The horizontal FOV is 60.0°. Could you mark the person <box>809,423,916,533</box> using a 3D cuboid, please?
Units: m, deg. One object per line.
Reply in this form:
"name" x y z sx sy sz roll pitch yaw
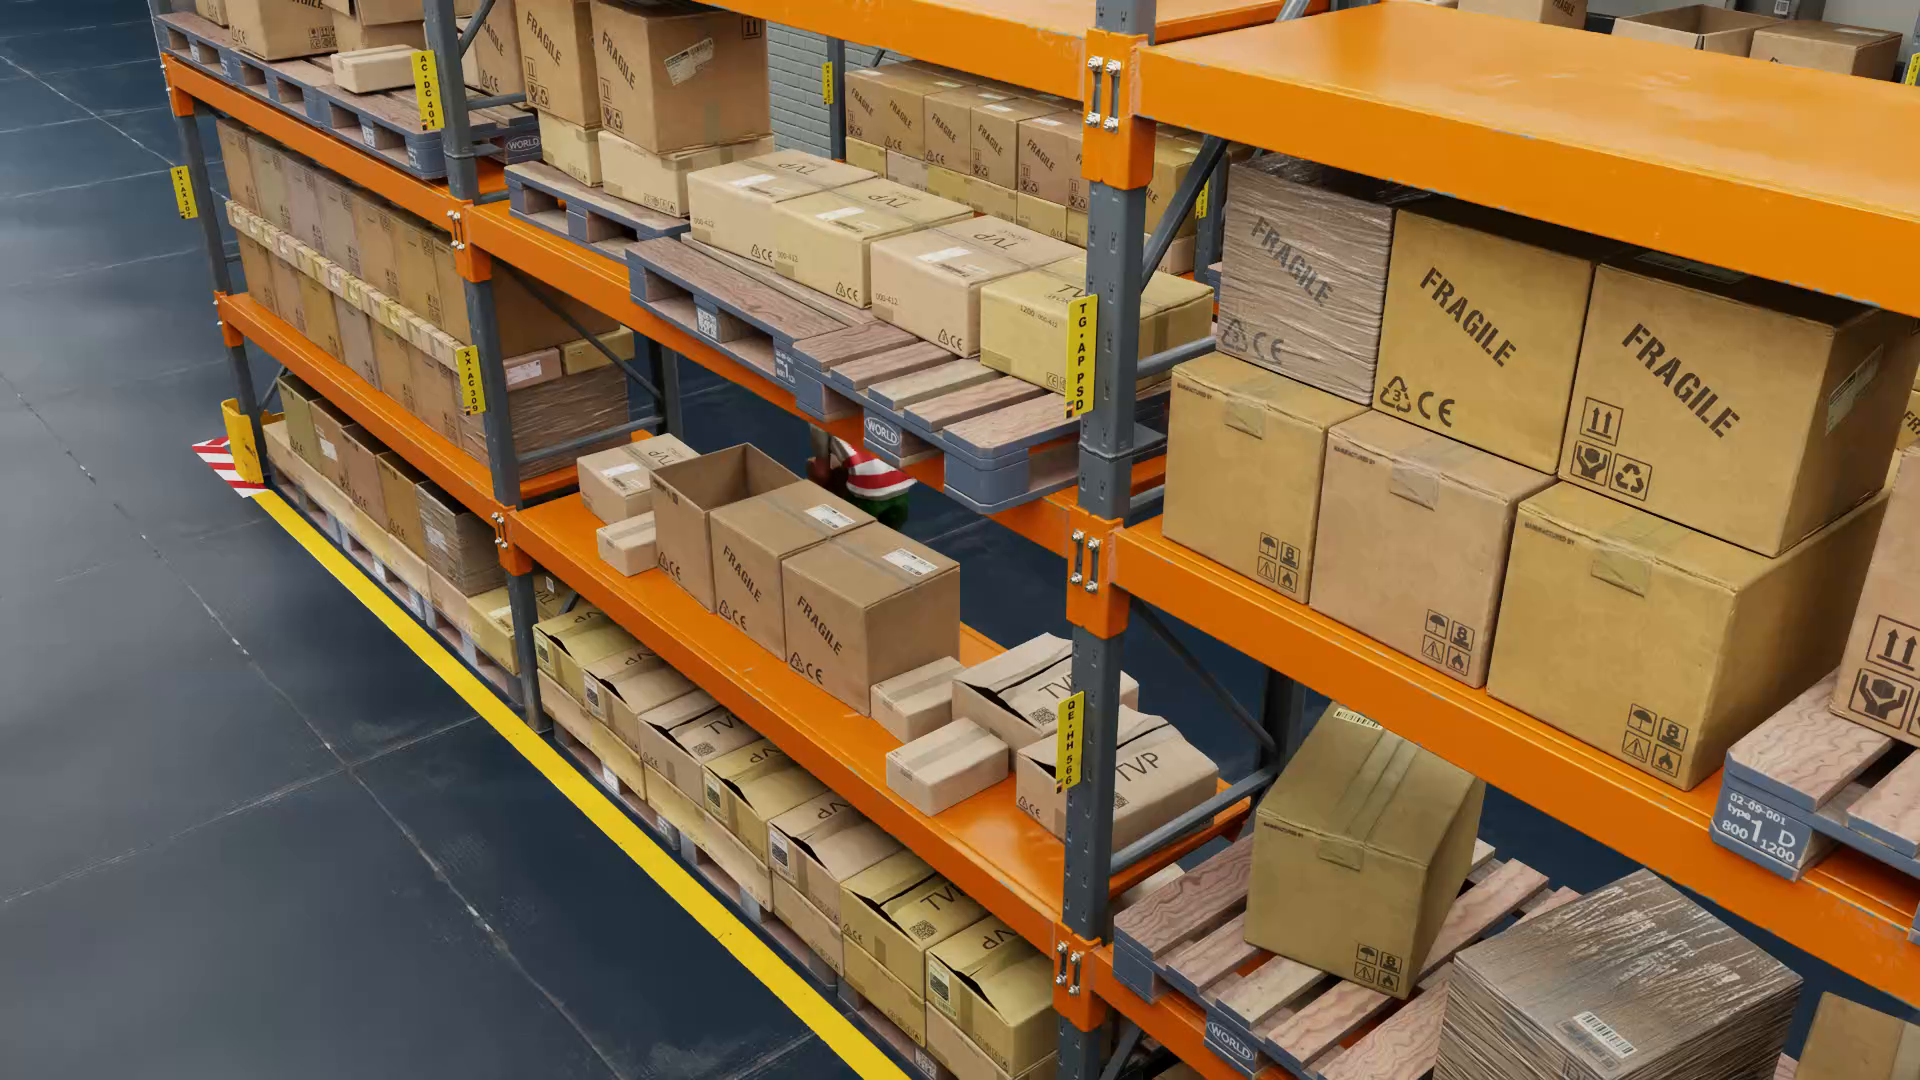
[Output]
"person" -0.595 -0.300 9.381 0.492 1.581 0.783 -23 35 -36
